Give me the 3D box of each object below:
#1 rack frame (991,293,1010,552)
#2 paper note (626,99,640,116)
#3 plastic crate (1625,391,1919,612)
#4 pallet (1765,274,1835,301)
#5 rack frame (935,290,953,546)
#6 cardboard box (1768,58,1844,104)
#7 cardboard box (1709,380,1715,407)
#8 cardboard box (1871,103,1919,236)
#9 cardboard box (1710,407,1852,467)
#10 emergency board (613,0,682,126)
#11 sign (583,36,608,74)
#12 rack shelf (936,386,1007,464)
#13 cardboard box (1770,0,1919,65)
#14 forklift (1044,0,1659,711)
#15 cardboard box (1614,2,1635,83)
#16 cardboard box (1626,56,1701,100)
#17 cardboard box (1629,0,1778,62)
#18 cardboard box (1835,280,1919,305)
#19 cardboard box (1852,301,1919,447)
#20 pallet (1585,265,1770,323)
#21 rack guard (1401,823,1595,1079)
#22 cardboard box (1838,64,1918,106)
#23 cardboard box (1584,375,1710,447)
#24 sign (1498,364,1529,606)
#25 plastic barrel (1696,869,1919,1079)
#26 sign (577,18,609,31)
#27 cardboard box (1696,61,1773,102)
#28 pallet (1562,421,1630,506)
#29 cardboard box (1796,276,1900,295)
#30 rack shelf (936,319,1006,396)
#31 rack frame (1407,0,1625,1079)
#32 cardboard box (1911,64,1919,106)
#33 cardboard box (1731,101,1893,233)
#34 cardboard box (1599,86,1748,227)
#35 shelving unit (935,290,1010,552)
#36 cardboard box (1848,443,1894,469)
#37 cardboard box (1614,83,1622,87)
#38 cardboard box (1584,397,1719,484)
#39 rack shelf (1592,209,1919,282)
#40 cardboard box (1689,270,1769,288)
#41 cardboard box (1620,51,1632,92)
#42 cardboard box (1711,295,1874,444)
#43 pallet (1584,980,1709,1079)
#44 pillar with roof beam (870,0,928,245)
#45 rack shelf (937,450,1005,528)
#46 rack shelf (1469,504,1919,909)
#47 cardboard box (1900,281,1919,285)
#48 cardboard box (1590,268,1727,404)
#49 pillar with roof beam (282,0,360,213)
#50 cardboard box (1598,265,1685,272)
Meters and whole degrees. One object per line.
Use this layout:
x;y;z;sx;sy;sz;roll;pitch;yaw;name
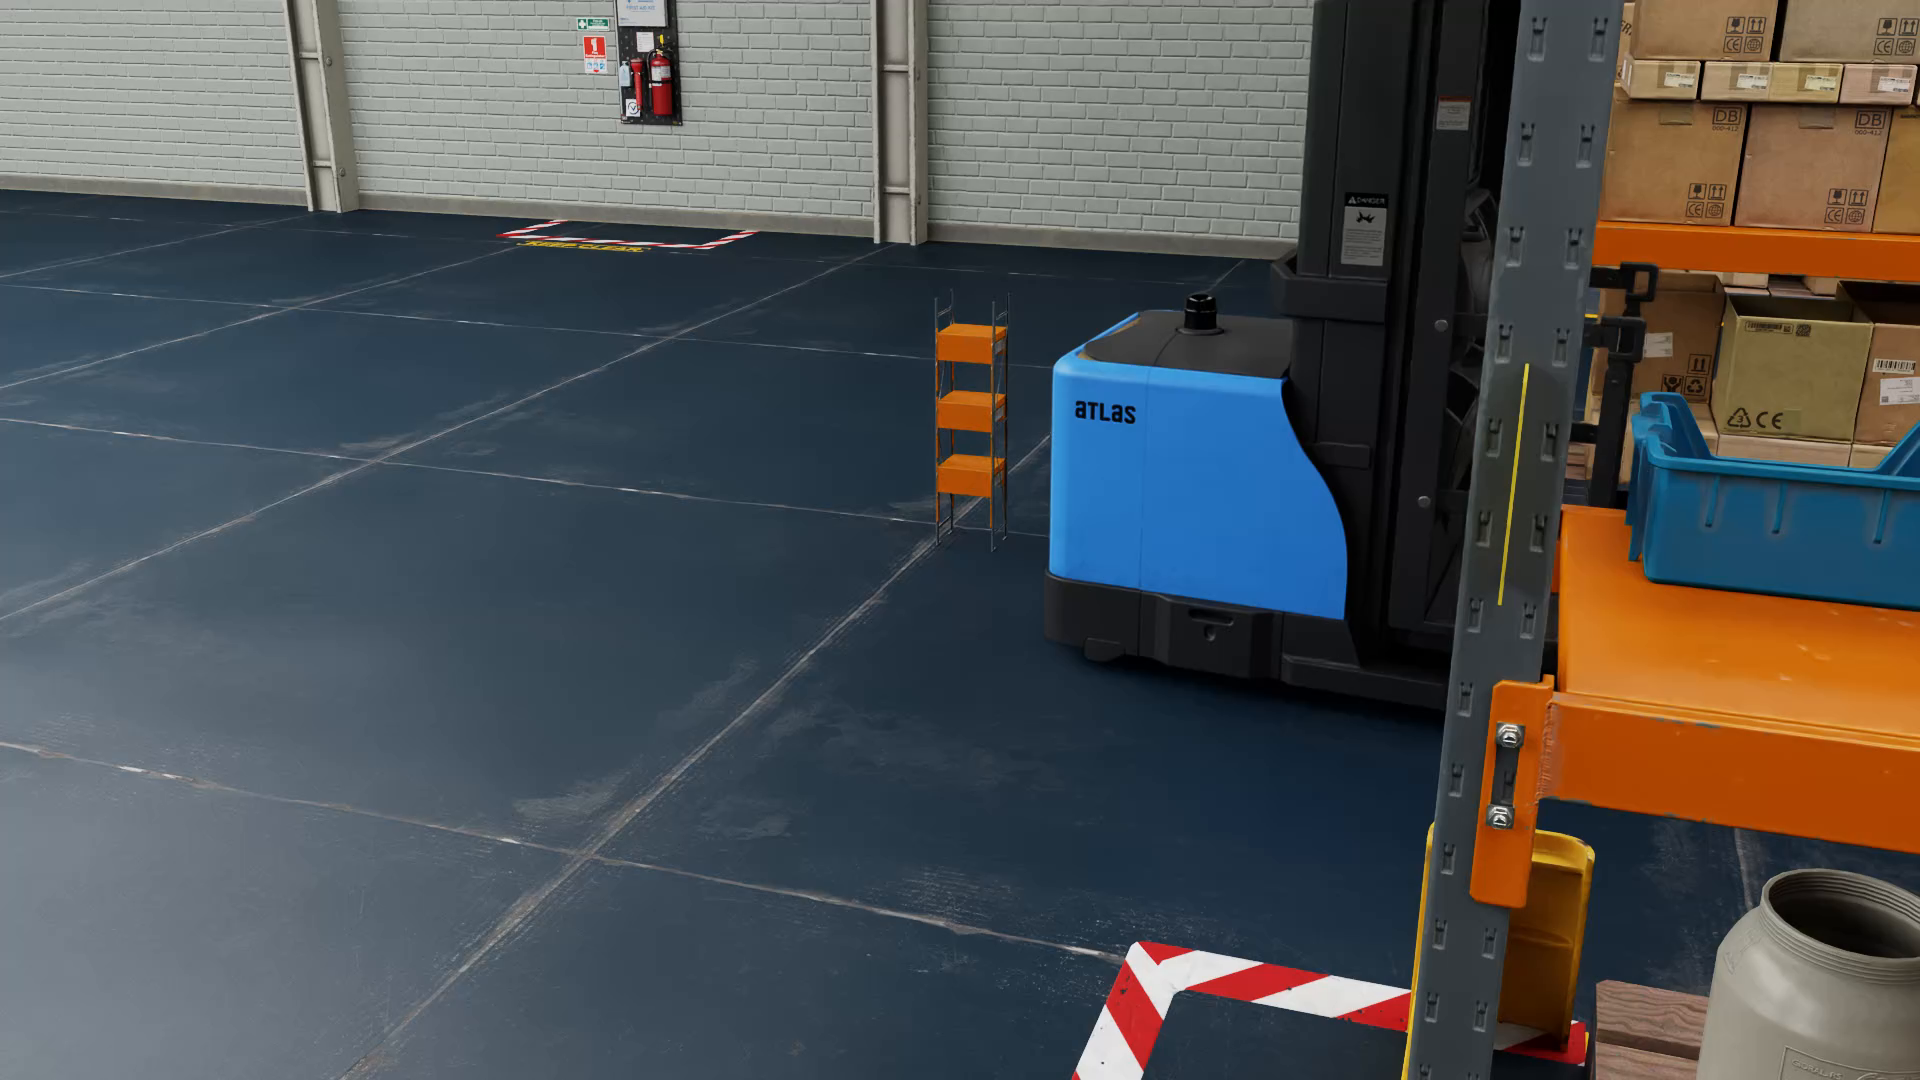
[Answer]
0.166;-0.477;6.849;0.008;1.050;0.200;7;20;18;rack frame
-2.983;-3.941;15.163;0.142;0.148;0.016;7;20;18;paper note
1.526;-0.084;2.987;0.616;0.251;0.499;7;20;18;plastic crate
6.183;-1.640;11.460;1.213;0.211;1.003;7;20;18;pallet
-0.065;-0.503;6.925;0.008;1.050;0.200;7;20;18;rack frame
3.370;-1.845;6.673;0.250;0.149;0.380;7;20;18;cardboard box
3.664;-0.539;7.605;0.500;0.250;0.500;7;20;18;cardboard box
3.986;-1.538;6.778;0.500;0.500;0.700;7;20;18;cardboard box
3.491;-0.375;7.135;0.500;0.250;0.500;7;20;18;cardboard box
-2.838;-4.316;14.902;0.643;1.169;0.194;7;20;18;emergency board
-3.326;-4.425;15.159;0.234;0.329;0.001;7;20;18;sign
0.051;-0.480;6.890;0.240;0.259;0.215;7;20;18;rack shelf
3.570;-2.200;6.707;0.500;0.500;0.700;6;20;17;cardboard box
1.862;-0.924;5.274;3.031;2.935;1.130;8;21;22;forklift
4.559;-3.344;11.170;0.500;0.500;0.500;7;20;18;cardboard box
2.884;-1.900;6.831;0.250;0.149;0.380;6;20;18;cardboard box
3.071;-2.255;6.866;0.500;0.500;0.700;7;20;18;cardboard box
4.138;-0.841;7.331;0.500;0.500;0.500;7;20;18;cardboard box
3.967;-0.679;6.867;0.500;0.500;0.500;7;20;18;cardboard box
5.034;-1.772;11.840;1.213;0.211;1.003;7;20;18;pallet
1.042;1.058;3.281;0.348;0.500;1.175;7;20;18;rack guard
3.607;-1.817;6.593;0.250;0.149;0.380;6;20;17;cardboard box
3.188;-0.589;7.749;0.500;0.250;0.500;7;20;18;cardboard box
0.771;-0.076;2.316;0.005;0.325;0.100;7;20;18;sign
1.602;0.908;3.056;0.421;0.512;0.421;0;19;0;plastic barrel
-3.325;-4.672;15.062;0.331;0.109;0.001;7;20;18;sign
3.135;-1.872;6.752;0.250;0.149;0.380;6;20;17;cardboard box
3.320;-0.269;7.527;1.213;0.211;1.003;7;20;18;pallet
6.046;-1.964;11.284;0.500;0.500;0.700;5;20;15;cardboard box
0.051;-0.748;6.797;0.240;0.259;0.215;7;20;18;rack shelf
0.955;-0.116;2.851;0.127;3.000;1.000;7;20;18;rack frame
3.860;-1.789;6.513;0.250;0.149;0.380;6;20;16;cardboard box
3.519;-1.593;6.937;0.500;0.500;0.700;7;20;19;cardboard box
3.021;-1.648;7.096;0.500;0.500;0.700;7;20;18;cardboard box
0.051;-0.490;6.887;0.252;1.050;0.215;7;20;18;shelving unit
3.964;-0.321;6.980;0.500;0.250;0.500;7;20;18;cardboard box
4.563;-2.983;11.275;0.500;0.250;0.500;6;20;16;cardboard box
3.018;-0.428;7.287;0.500;0.250;0.500;7;20;18;cardboard box
4.474;-1.100;6.767;4.000;0.370;1.077;7;20;18;rack shelf
5.369;-1.970;11.587;0.500;0.311;0.500;8;21;23;cardboard box
3.008;-2.027;7.196;0.250;0.149;0.380;6;20;17;cardboard box
3.491;-0.729;7.010;0.500;0.500;0.500;7;20;18;cardboard box
1.808;1.284;3.072;1.213;0.211;1.003;7;20;18;pallet
-1.929;-5.532;9.274;0.400;9.000;9.100;7;20;18;pillar with roof beam
0.051;-0.218;6.982;0.240;0.259;0.215;7;20;18;rack shelf
2.844;0.440;2.350;4.000;0.370;1.077;7;20;18;rack shelf
6.481;-1.804;11.359;0.250;0.149;0.380;5;20;14;cardboard box
3.189;-0.944;7.627;0.500;0.500;0.500;7;20;18;cardboard box
-7.597;-6.180;11.134;0.400;9.000;9.100;7;20;18;pillar with roof beam
4.830;-2.031;11.763;0.500;0.311;0.500;4;20;12;cardboard box
